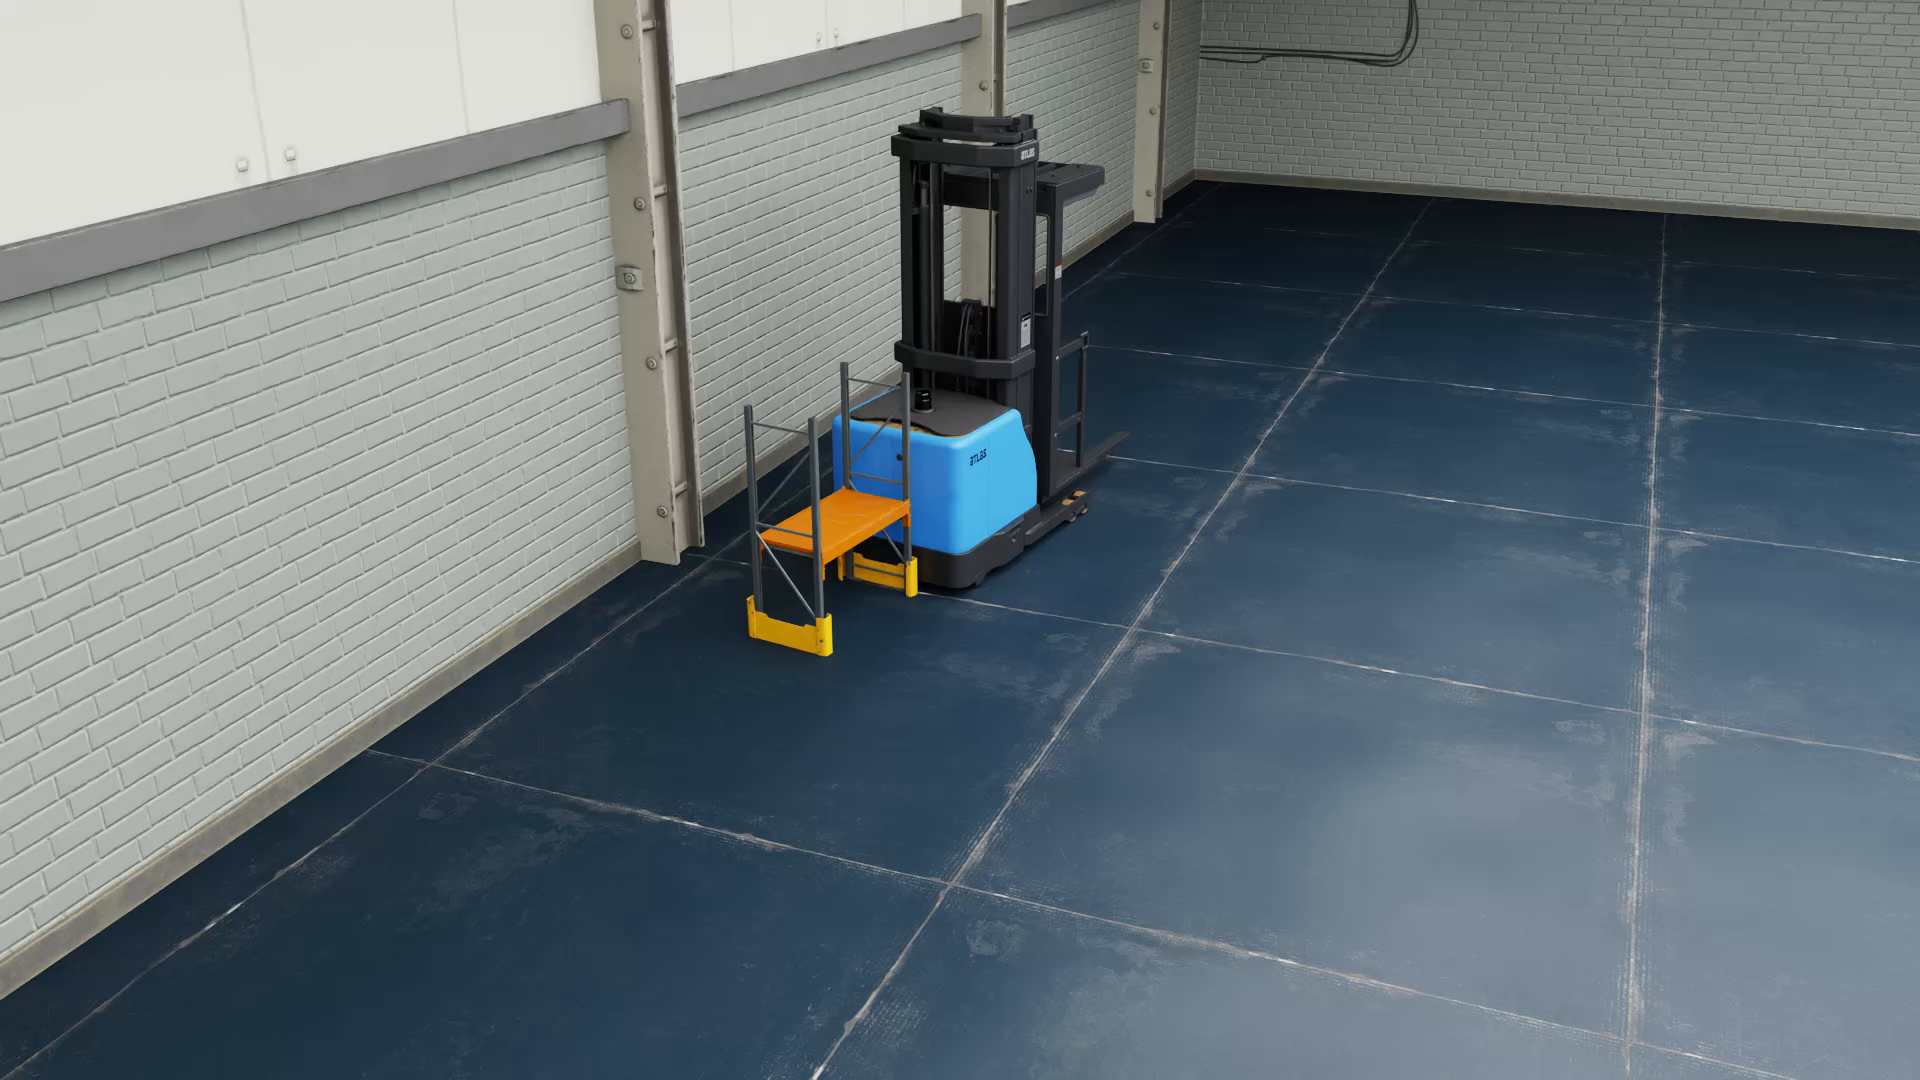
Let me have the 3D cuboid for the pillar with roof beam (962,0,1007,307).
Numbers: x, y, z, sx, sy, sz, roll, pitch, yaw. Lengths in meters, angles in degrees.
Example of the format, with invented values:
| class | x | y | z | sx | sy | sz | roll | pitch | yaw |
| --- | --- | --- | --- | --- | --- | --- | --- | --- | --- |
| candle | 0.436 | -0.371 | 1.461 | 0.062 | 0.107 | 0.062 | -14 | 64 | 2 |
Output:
| class | x | y | z | sx | sy | sz | roll | pitch | yaw |
| --- | --- | --- | --- | --- | --- | --- | --- | --- | --- |
| pillar with roof beam | 4.222 | -5.604 | 13.492 | 9.100 | 9.000 | 0.400 | 9 | 24 | 20 |

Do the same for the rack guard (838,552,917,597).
| class | x | y | z | sx | sy | sz | roll | pitch | yaw |
| --- | --- | --- | --- | --- | --- | --- | --- | --- | --- |
| rack guard | -0.548 | 0.190 | 10.971 | 0.587 | 0.250 | 0.087 | 12 | 26 | 27 |

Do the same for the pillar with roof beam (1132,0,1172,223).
| class | x | y | z | sx | sy | sz | roll | pitch | yaw |
| --- | --- | --- | --- | --- | --- | --- | --- | --- | --- |
| pillar with roof beam | 6.450 | -7.751 | 18.632 | 9.100 | 9.000 | 0.400 | 9 | 24 | 20 |

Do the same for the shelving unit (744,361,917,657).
| class | x | y | z | sx | sy | sz | roll | pitch | yaw |
| --- | --- | --- | --- | --- | --- | --- | --- | --- | --- |
| shelving unit | -0.796 | -0.220 | 10.332 | 0.587 | 1.500 | 1.083 | 12 | 26 | 27 |

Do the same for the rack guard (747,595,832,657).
| class | x | y | z | sx | sy | sz | roll | pitch | yaw |
| --- | --- | --- | --- | --- | --- | --- | --- | --- | --- |
| rack guard | -1.044 | 0.523 | 10.174 | 0.587 | 0.250 | 0.087 | 12 | 26 | 27 |

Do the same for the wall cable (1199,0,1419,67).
| class | x | y | z | sx | sy | sz | roll | pitch | yaw |
| --- | --- | --- | --- | --- | --- | --- | --- | --- | --- |
| wall cable | 4.775 | -7.800 | 22.777 | 3.097 | 2.526 | 0.112 | 9 | 24 | 20 |

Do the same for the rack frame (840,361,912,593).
| class | x | y | z | sx | sy | sz | roll | pitch | yaw |
| --- | --- | --- | --- | --- | --- | --- | --- | --- | --- |
| rack frame | -0.538 | -0.393 | 10.746 | 0.500 | 1.500 | 0.032 | 12 | 26 | 27 |

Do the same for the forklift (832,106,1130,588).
| class | x | y | z | sx | sy | sz | roll | pitch | yaw |
| --- | --- | --- | --- | --- | --- | --- | --- | --- | --- |
| forklift | 0.312 | -1.562 | 11.687 | 1.130 | 2.935 | 3.031 | 12 | 26 | 27 |

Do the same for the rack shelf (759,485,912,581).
| class | x | y | z | sx | sy | sz | roll | pitch | yaw |
| --- | --- | --- | --- | --- | --- | --- | --- | --- | --- |
| rack shelf | -0.791 | -0.057 | 10.408 | 0.538 | 0.185 | 1.000 | 12 | 26 | 27 |

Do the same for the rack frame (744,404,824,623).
| class | x | y | z | sx | sy | sz | roll | pitch | yaw |
| --- | --- | --- | --- | --- | --- | --- | --- | --- | --- |
| rack frame | -1.044 | -0.054 | 9.932 | 0.500 | 1.500 | 0.032 | 12 | 26 | 27 |

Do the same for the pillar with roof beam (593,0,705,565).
| class | x | y | z | sx | sy | sz | roll | pitch | yaw |
| --- | --- | --- | --- | --- | --- | --- | --- | --- | --- |
| pillar with roof beam | 1.993 | -3.457 | 8.351 | 9.100 | 9.000 | 0.400 | 9 | 24 | 20 |
